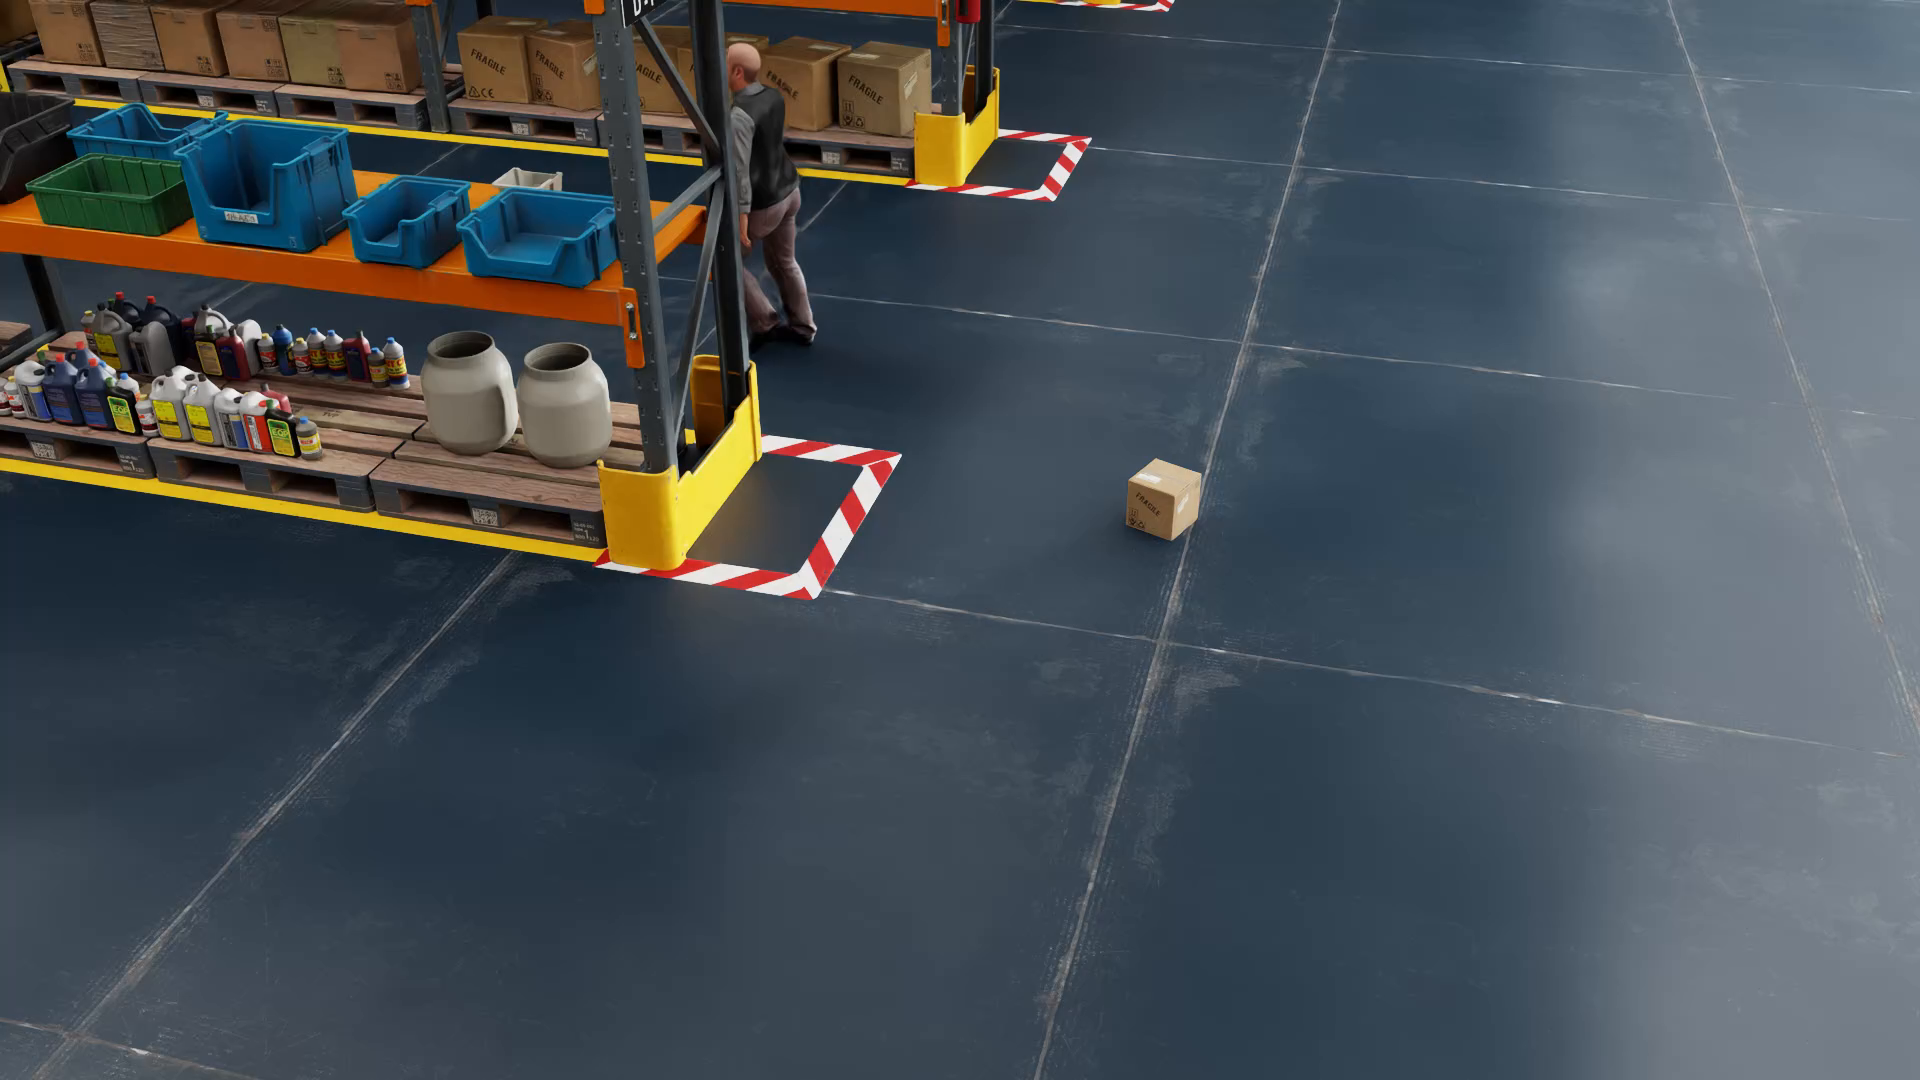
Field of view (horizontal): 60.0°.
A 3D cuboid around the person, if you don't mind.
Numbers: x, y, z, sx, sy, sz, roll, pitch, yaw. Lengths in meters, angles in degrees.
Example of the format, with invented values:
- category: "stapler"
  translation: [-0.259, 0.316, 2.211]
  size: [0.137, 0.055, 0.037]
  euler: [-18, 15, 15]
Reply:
- category: "person"
  translation: [-1.086, -1.803, 8.999]
  size: [0.510, 1.740, 0.574]
  euler: [13, 35, 19]
